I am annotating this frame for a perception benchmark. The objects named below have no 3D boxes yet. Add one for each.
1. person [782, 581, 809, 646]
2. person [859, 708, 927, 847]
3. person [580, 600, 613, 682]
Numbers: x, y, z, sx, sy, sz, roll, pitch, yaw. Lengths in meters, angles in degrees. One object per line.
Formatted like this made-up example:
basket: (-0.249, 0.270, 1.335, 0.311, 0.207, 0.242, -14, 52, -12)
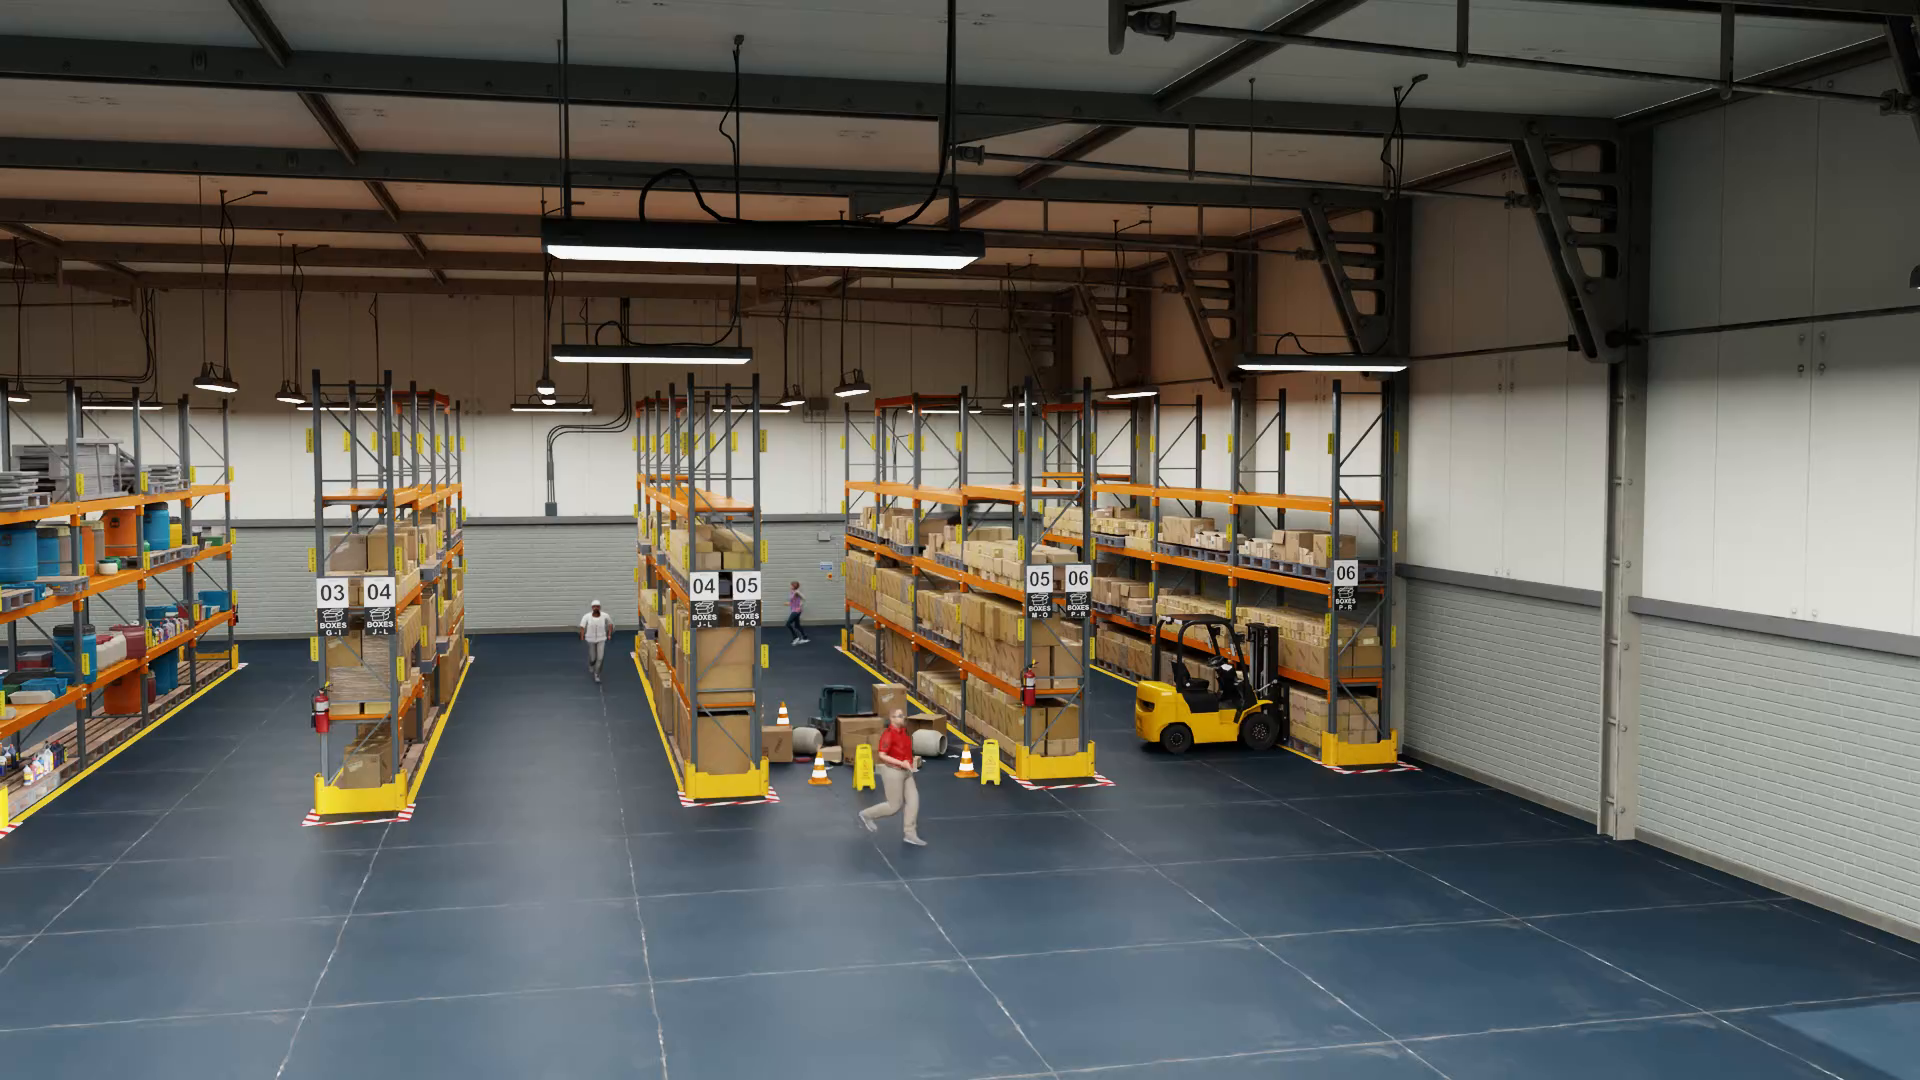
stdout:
person: (-4.091, 1.824, 41.369, 0.677, 1.622, 0.552, -1, 3, -10)
person: (-0.818, 2.957, 20.839, 0.888, 1.729, 0.663, 2, 4, 25)
person: (-7.685, 2.118, 35.176, 0.690, 1.726, 0.741, -1, 3, -14)
